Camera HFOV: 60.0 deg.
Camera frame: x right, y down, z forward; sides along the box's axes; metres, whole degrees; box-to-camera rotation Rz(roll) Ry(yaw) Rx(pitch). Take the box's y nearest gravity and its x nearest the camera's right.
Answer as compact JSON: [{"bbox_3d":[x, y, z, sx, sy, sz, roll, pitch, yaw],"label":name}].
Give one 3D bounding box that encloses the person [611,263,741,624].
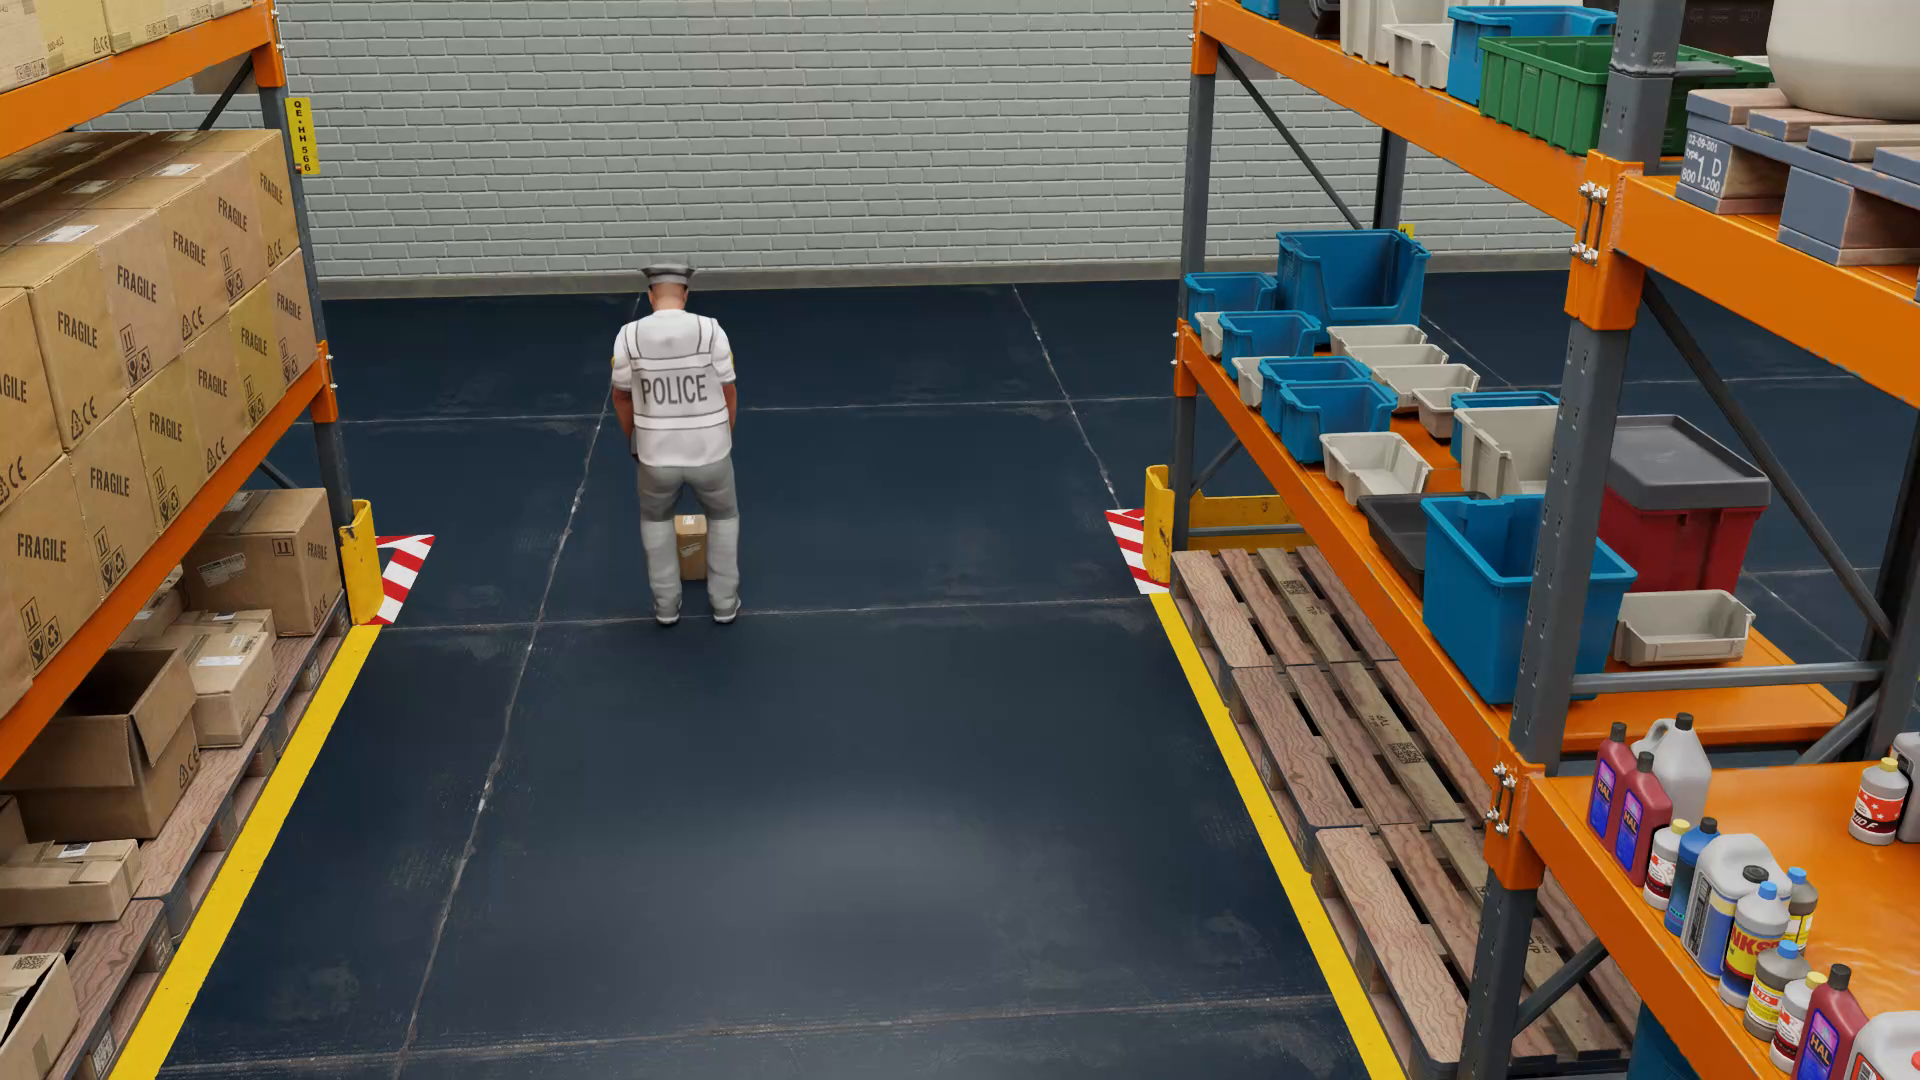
[{"bbox_3d":[-1.293,-0.418,7.647,0.561,1.687,0.514,-2,24,-4],"label":"person"}]
